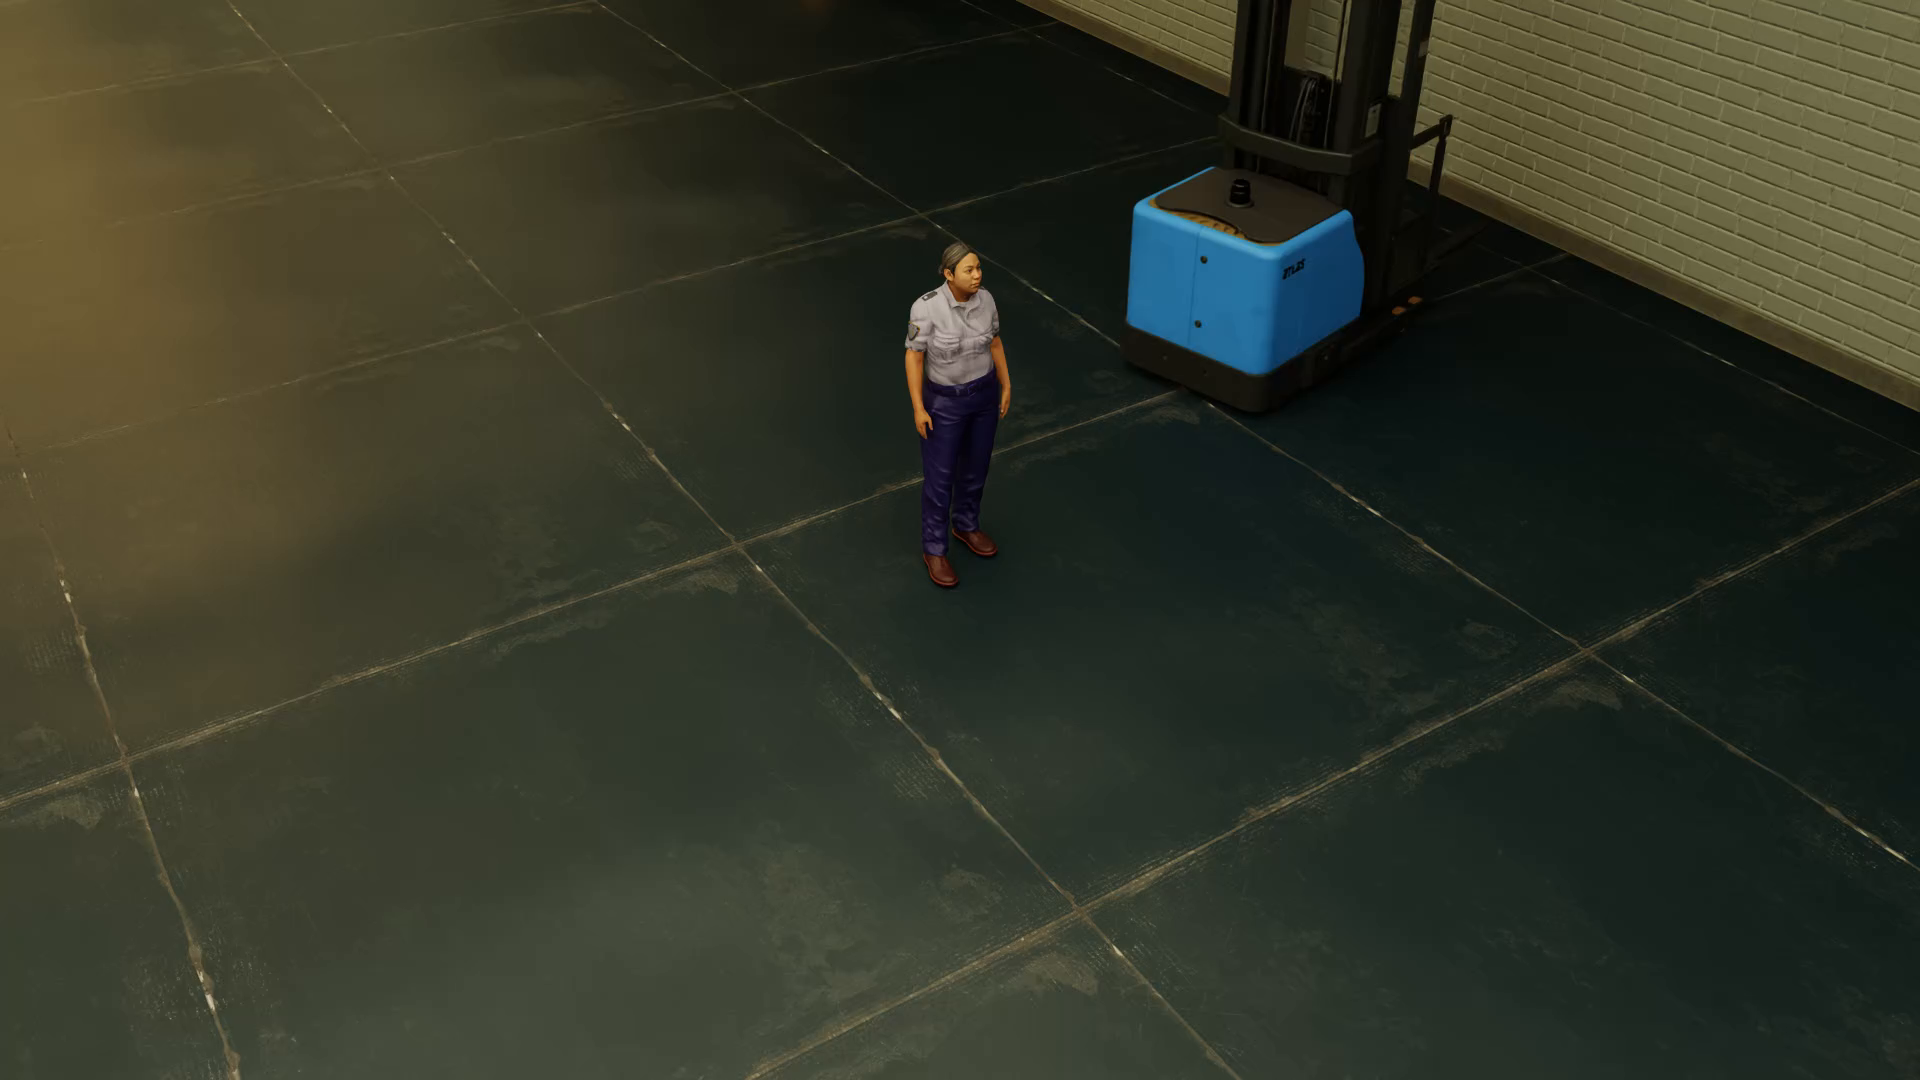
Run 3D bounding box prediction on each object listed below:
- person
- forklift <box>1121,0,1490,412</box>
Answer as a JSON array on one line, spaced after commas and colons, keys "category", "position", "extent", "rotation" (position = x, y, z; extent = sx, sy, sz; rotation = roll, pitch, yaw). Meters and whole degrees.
[{"category": "person", "position": [0.030, -0.631, 8.147], "extent": [0.598, 1.651, 0.503], "rotation": [-21, 40, -27]}, {"category": "forklift", "position": [2.362, -2.695, 9.983], "extent": [1.130, 2.935, 3.031], "rotation": [28, 44, 34]}]
